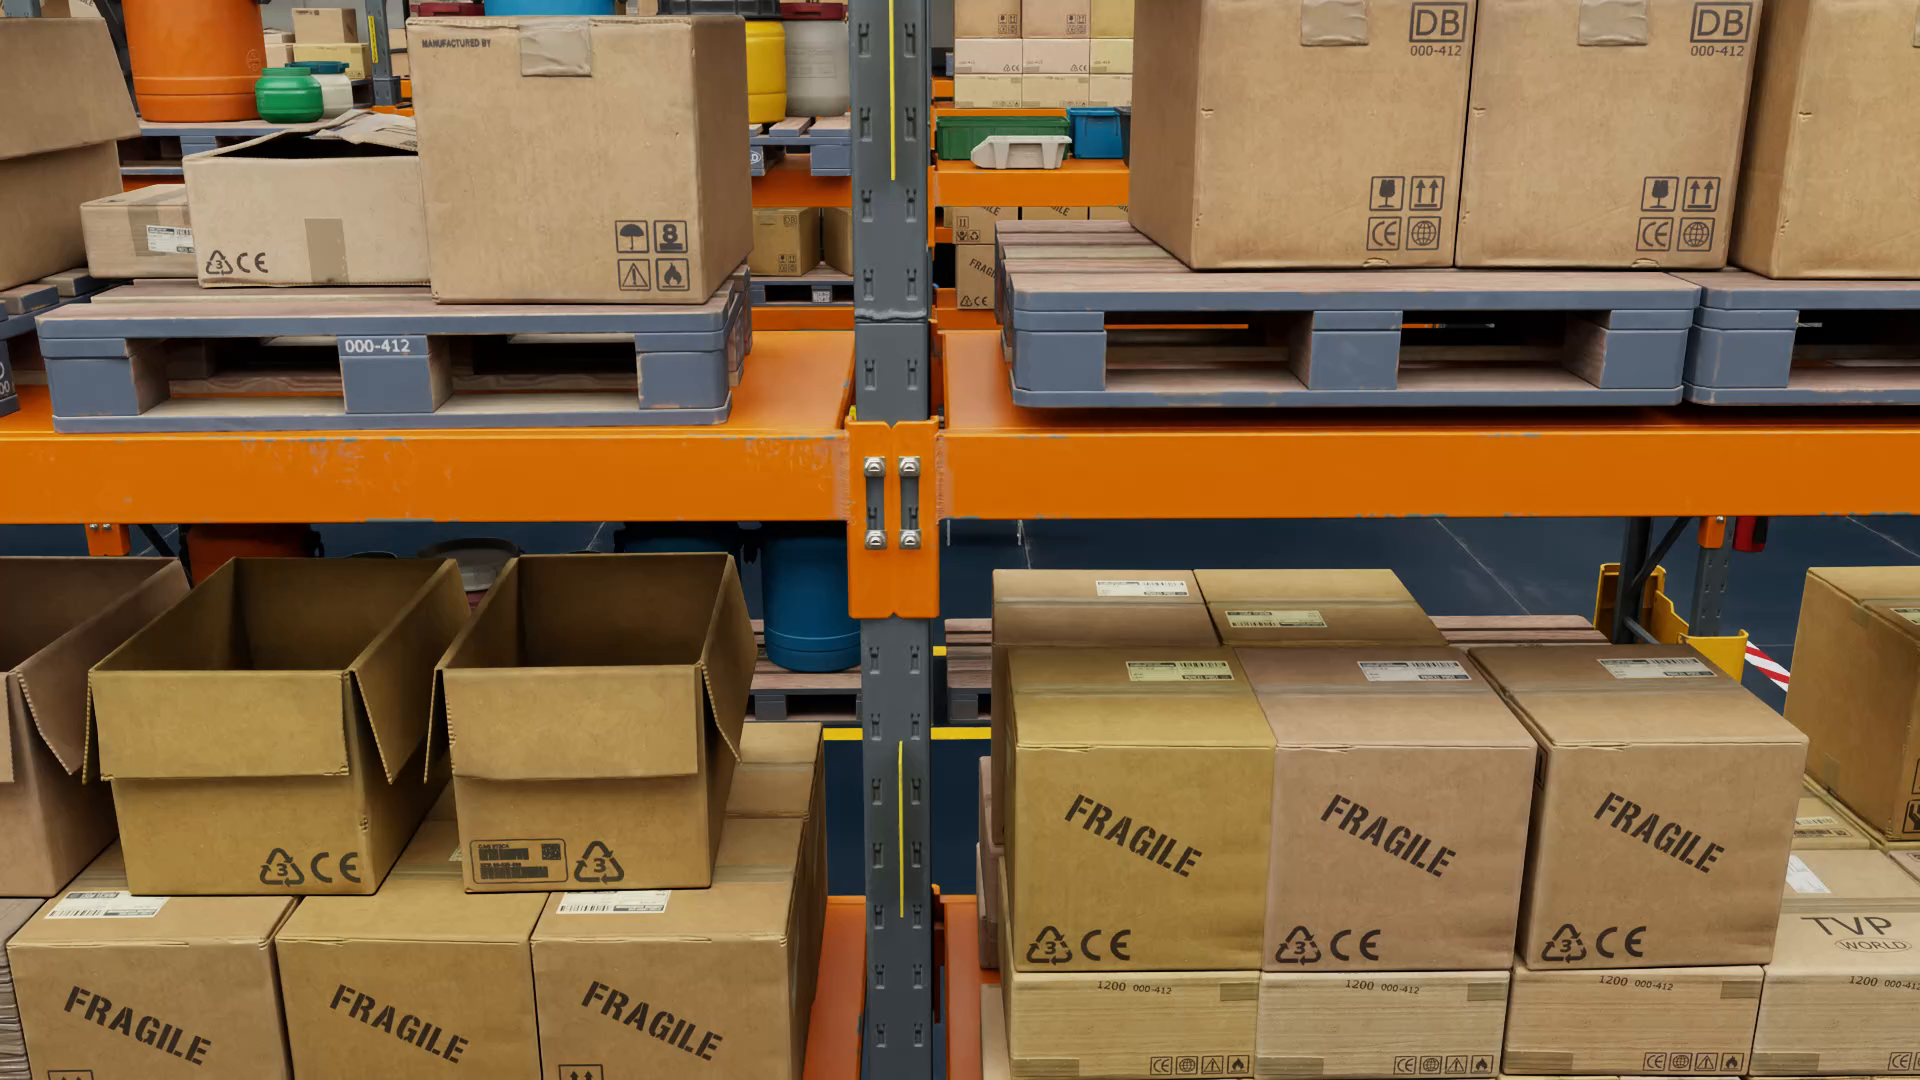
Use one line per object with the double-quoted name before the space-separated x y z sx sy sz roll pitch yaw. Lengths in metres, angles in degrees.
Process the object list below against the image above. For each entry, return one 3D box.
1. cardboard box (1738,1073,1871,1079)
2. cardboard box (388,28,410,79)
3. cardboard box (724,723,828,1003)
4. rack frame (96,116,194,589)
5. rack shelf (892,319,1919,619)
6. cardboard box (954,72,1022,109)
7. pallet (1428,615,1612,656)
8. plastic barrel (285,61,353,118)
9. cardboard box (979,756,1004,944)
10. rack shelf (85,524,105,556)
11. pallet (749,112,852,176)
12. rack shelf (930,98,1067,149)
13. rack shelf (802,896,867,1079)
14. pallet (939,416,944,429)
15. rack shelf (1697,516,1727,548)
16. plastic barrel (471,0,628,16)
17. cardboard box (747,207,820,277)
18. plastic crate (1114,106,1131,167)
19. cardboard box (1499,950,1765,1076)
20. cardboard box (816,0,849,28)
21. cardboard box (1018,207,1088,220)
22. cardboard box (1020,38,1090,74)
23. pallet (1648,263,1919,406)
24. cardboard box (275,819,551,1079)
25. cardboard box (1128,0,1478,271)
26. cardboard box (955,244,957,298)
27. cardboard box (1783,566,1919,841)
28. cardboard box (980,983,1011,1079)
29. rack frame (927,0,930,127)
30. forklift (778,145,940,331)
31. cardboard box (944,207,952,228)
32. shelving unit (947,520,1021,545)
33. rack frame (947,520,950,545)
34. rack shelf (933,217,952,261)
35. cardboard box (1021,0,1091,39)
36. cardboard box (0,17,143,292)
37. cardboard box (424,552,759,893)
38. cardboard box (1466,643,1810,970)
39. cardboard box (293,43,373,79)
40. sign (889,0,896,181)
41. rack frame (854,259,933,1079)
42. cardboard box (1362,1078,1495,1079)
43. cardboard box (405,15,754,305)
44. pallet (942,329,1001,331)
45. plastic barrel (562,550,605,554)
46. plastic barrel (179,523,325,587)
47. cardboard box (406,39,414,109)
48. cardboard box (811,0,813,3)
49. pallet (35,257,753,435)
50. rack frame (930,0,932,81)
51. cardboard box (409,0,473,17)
"cardboard box" 1.730 1.109 3.591 0.250 0.149 0.380 -1 18 -2
"cardboard box" -5.661 -5.131 17.519 0.637 0.503 0.797 2 18 7
"cardboard box" -0.593 0.776 4.055 0.500 0.500 0.500 0 18 -1
"rack frame" -4.207 -0.596 8.495 0.127 3.000 1.000 0 18 -1
"rack shelf" 1.870 -0.198 3.521 4.000 0.370 1.077 0 18 -1
"cardboard box" 0.208 -3.412 12.608 0.500 0.250 0.500 0 18 -1
"pallet" 2.967 0.685 9.066 1.213 0.211 1.003 0 18 -1
"plastic barrel" -3.137 -2.208 8.149 0.301 0.262 0.301 0 18 0
"cardboard box" 0.308 0.745 4.073 0.500 0.250 0.500 -1 18 -2
"rack shelf" -6.207 -0.244 8.575 4.000 0.370 1.077 0 18 -1
"pallet" -0.990 -1.920 8.021 1.003 0.211 1.213 0 18 -1
"rack shelf" 1.718 -3.224 12.953 4.000 0.370 1.077 0 18 -1
"rack shelf" -2.129 1.250 3.919 4.000 0.370 1.077 0 18 -1
"pallet" 0.405 -0.803 13.707 1.213 0.211 1.003 0 18 -1
"rack shelf" 1.792 -0.282 8.695 4.000 0.370 1.077 0 18 -1
"plastic barrel" -1.912 -2.427 7.785 0.708 0.901 0.600 0 18 -1
"cardboard box" -1.446 -2.419 13.327 0.500 0.500 0.700 3 18 8
"plastic crate" 1.039 -1.904 7.875 0.590 0.269 0.497 0 18 -1
"cardboard box" 1.360 0.900 3.591 0.500 0.250 0.500 0 18 1
"cardboard box" -0.787 -3.872 12.781 0.600 0.600 0.600 -2 18 -6
"cardboard box" 0.709 -2.571 12.851 0.500 0.500 0.500 -1 18 -3
"cardboard box" 0.708 -3.653 12.540 0.500 0.250 0.500 0 18 -1
"pallet" 1.906 -0.494 3.413 1.213 0.211 1.003 0 18 -1
"cardboard box" -1.088 0.936 3.556 0.500 0.500 0.500 0 18 1
"cardboard box" 0.652 -0.848 3.356 0.500 0.500 0.700 -1 18 -4
"cardboard box" 0.214 -2.257 13.508 0.500 0.500 0.500 0 18 0
"cardboard box" 2.368 0.377 3.991 0.500 0.500 0.500 -1 18 -2
"cardboard box" 0.172 1.117 3.566 0.250 0.149 0.380 0 18 -1
"rack frame" -0.208 -3.472 7.639 0.127 3.000 1.000 0 18 -1
"forklift" -1.542 -2.999 16.097 1.130 2.935 3.031 -16 24 -40
"cardboard box" 0.179 -3.782 17.934 0.700 0.700 0.980 0 18 0
"shelving unit" 0.166 -0.572 11.367 0.503 1.200 0.258 0 18 -1
"rack frame" -0.078 -0.571 11.363 0.015 1.200 0.240 0 18 -1
"rack shelf" 1.636 -3.308 18.127 4.000 0.370 1.077 0 18 -1
"cardboard box" 0.706 -4.053 12.561 0.500 0.500 0.700 0 18 -1
"cardboard box" -2.087 -0.777 3.292 0.637 0.503 0.797 -1 18 -2
"cardboard box" -0.768 0.378 3.654 0.637 0.503 0.797 -1 18 -2
"cardboard box" 1.366 0.542 3.478 0.500 0.500 0.500 -1 18 -3
"cardboard box" -4.734 -3.646 12.651 0.500 0.250 0.500 -2 18 -5
"sign" -0.111 -0.761 2.738 0.005 0.325 0.100 0 18 -1
"rack frame" -0.129 0.897 3.839 0.127 3.000 1.000 0 18 -1
"cardboard box" 0.960 1.113 3.580 0.250 0.149 0.380 -1 18 -2
"cardboard box" -0.709 -0.773 3.284 0.500 0.500 0.700 0 18 0
"pallet" 0.397 -2.293 18.350 1.213 0.211 1.003 0 18 -1
"plastic barrel" -2.026 0.346 8.945 0.421 0.512 0.421 0 18 0
"plastic barrel" -3.718 0.230 8.786 0.708 0.830 0.600 0 18 -1
"cardboard box" -3.846 -3.597 12.776 0.500 0.500 0.910 0 18 -1
"cardboard box" -1.798 -5.712 17.421 0.500 0.250 0.500 -1 18 -3
"pallet" -1.045 -0.420 3.350 1.217 0.209 0.805 -1 18 -3
"rack frame" -0.282 -4.985 12.355 0.127 3.000 1.000 0 18 -1
"cardboard box" -3.845 -4.061 12.585 0.500 0.500 0.500 0 18 -1
